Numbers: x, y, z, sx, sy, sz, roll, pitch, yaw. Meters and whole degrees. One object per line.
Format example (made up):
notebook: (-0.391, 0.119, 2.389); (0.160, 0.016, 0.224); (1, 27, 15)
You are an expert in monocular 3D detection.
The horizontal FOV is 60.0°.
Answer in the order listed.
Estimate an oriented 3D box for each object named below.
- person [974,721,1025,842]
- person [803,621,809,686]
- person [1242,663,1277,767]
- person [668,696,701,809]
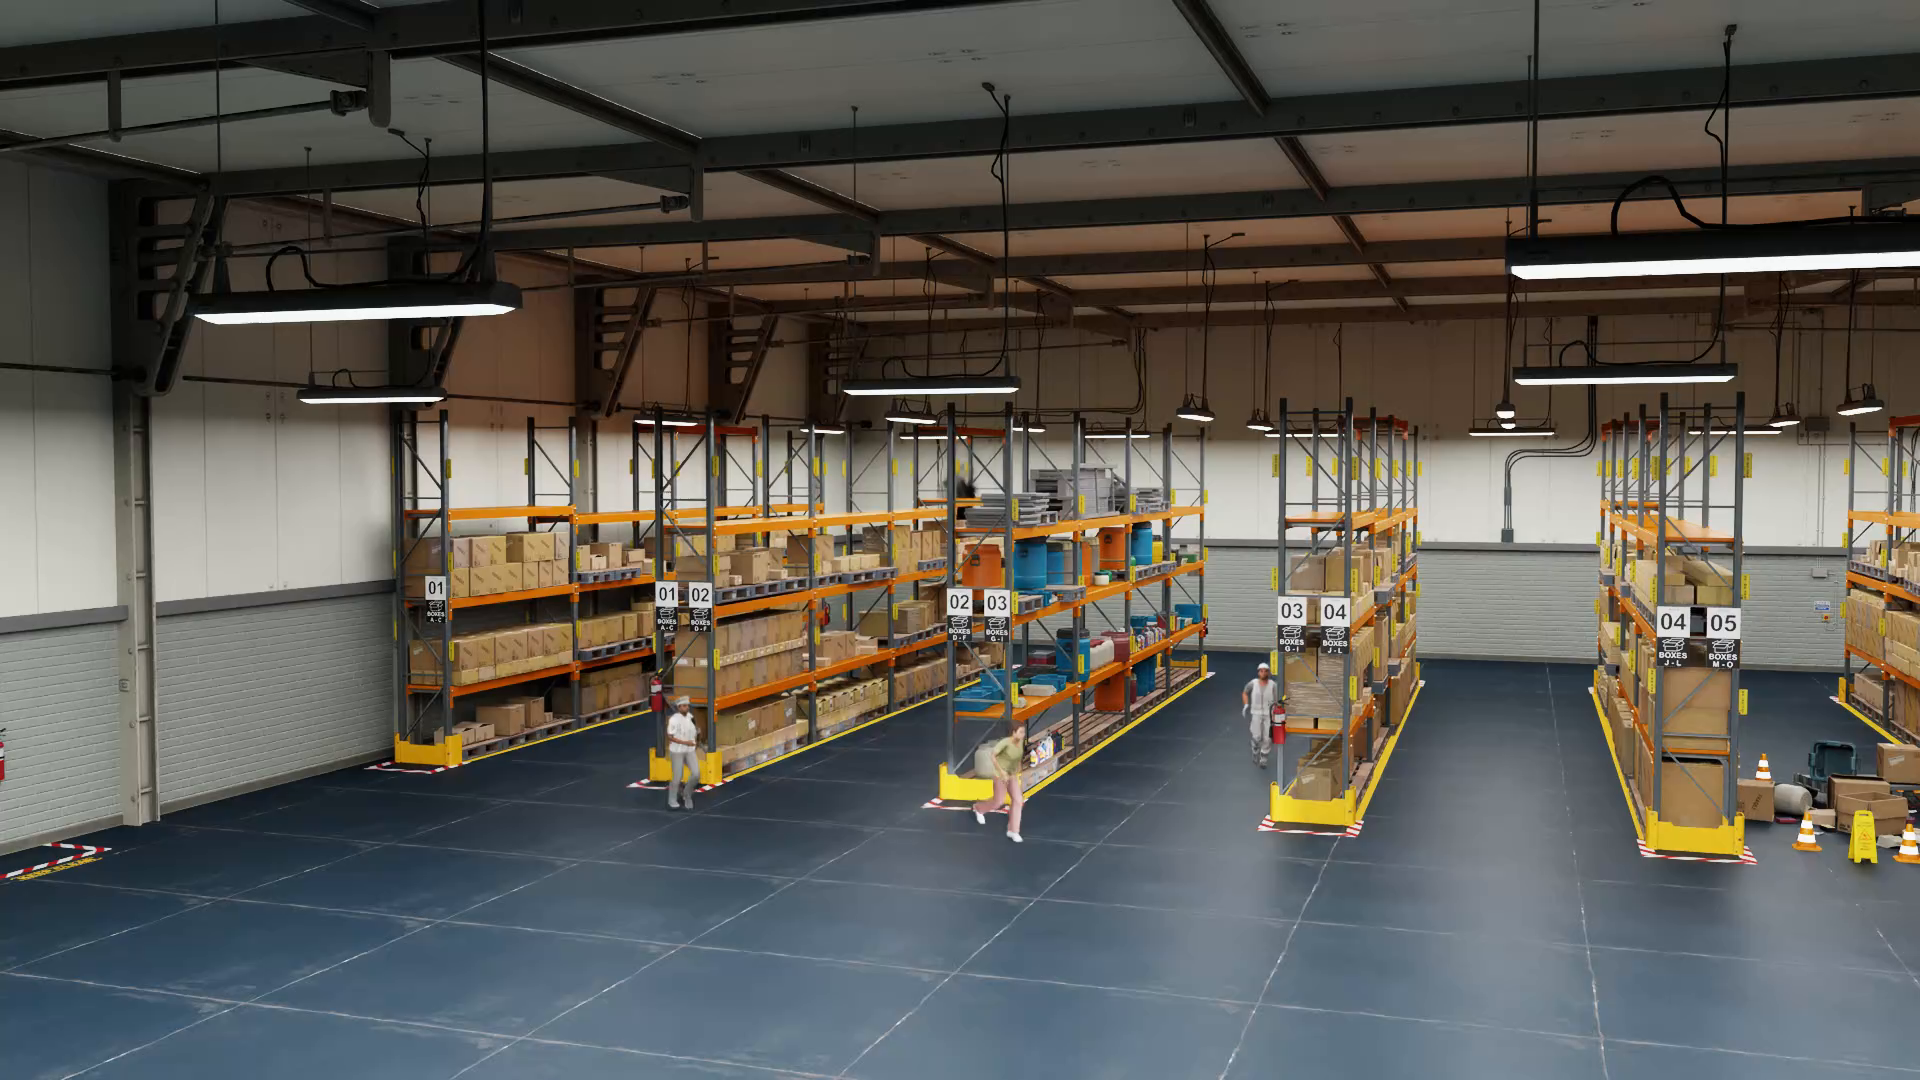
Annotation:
person: (0.551, 3.247, 22.674); (0.952, 1.625, 0.595); (2, 3, 41)
person: (-3.182, 2.614, 35.164); (0.608, 1.816, 0.747); (1, 3, 18)
person: (5.034, 2.926, 27.681); (0.643, 1.743, 0.608); (0, 2, 8)
person: (-4.027, 3.127, 24.410); (0.597, 1.705, 0.675); (-2, 3, -45)
